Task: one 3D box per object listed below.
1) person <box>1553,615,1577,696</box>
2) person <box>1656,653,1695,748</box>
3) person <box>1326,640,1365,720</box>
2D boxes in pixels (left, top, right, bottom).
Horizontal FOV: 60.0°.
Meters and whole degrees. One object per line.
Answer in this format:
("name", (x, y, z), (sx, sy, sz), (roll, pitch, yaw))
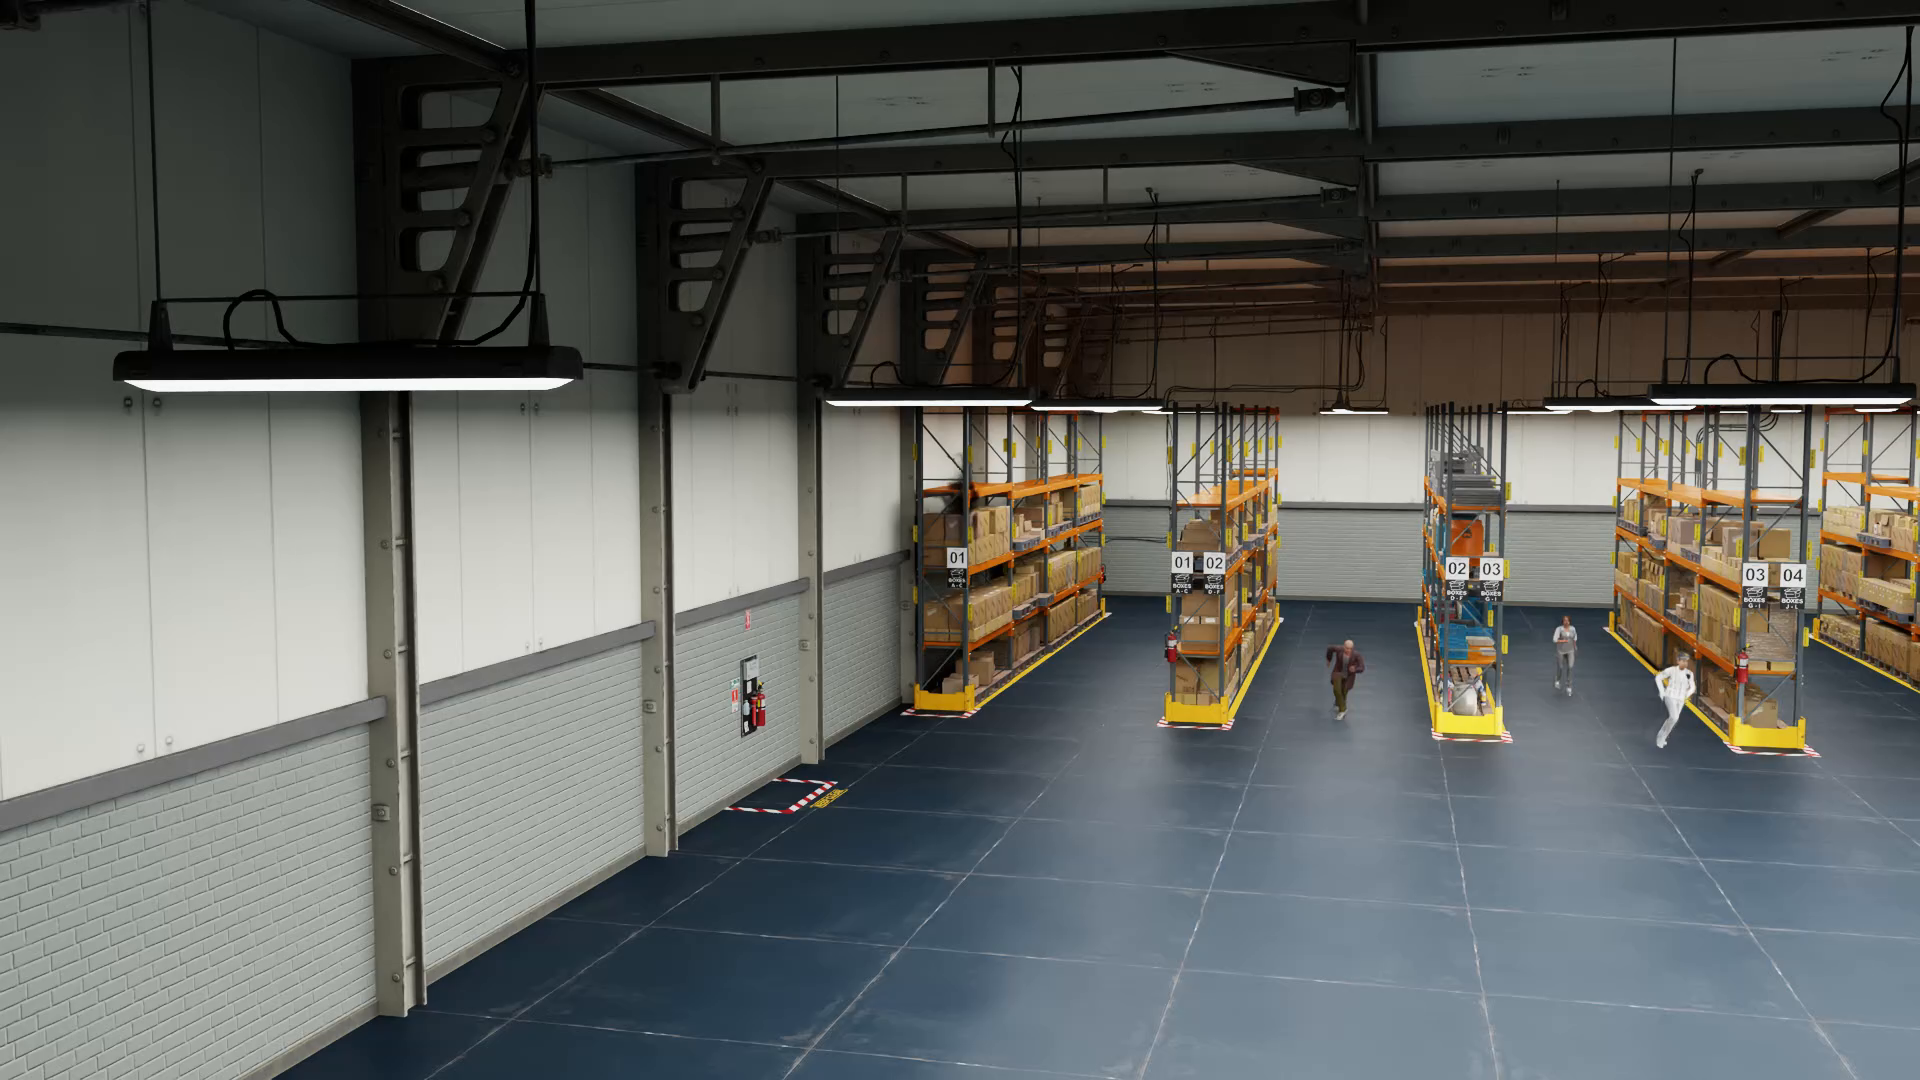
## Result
("person", (12.542, 2.358, 34.484), (0.536, 1.626, 0.808), (0, 4, 6))
("person", (12.419, 2.775, 28.825), (0.645, 1.653, 0.590), (0, 4, -7))
("person", (7.335, 2.630, 31.715), (0.698, 1.567, 1.235), (1, 4, 9))
